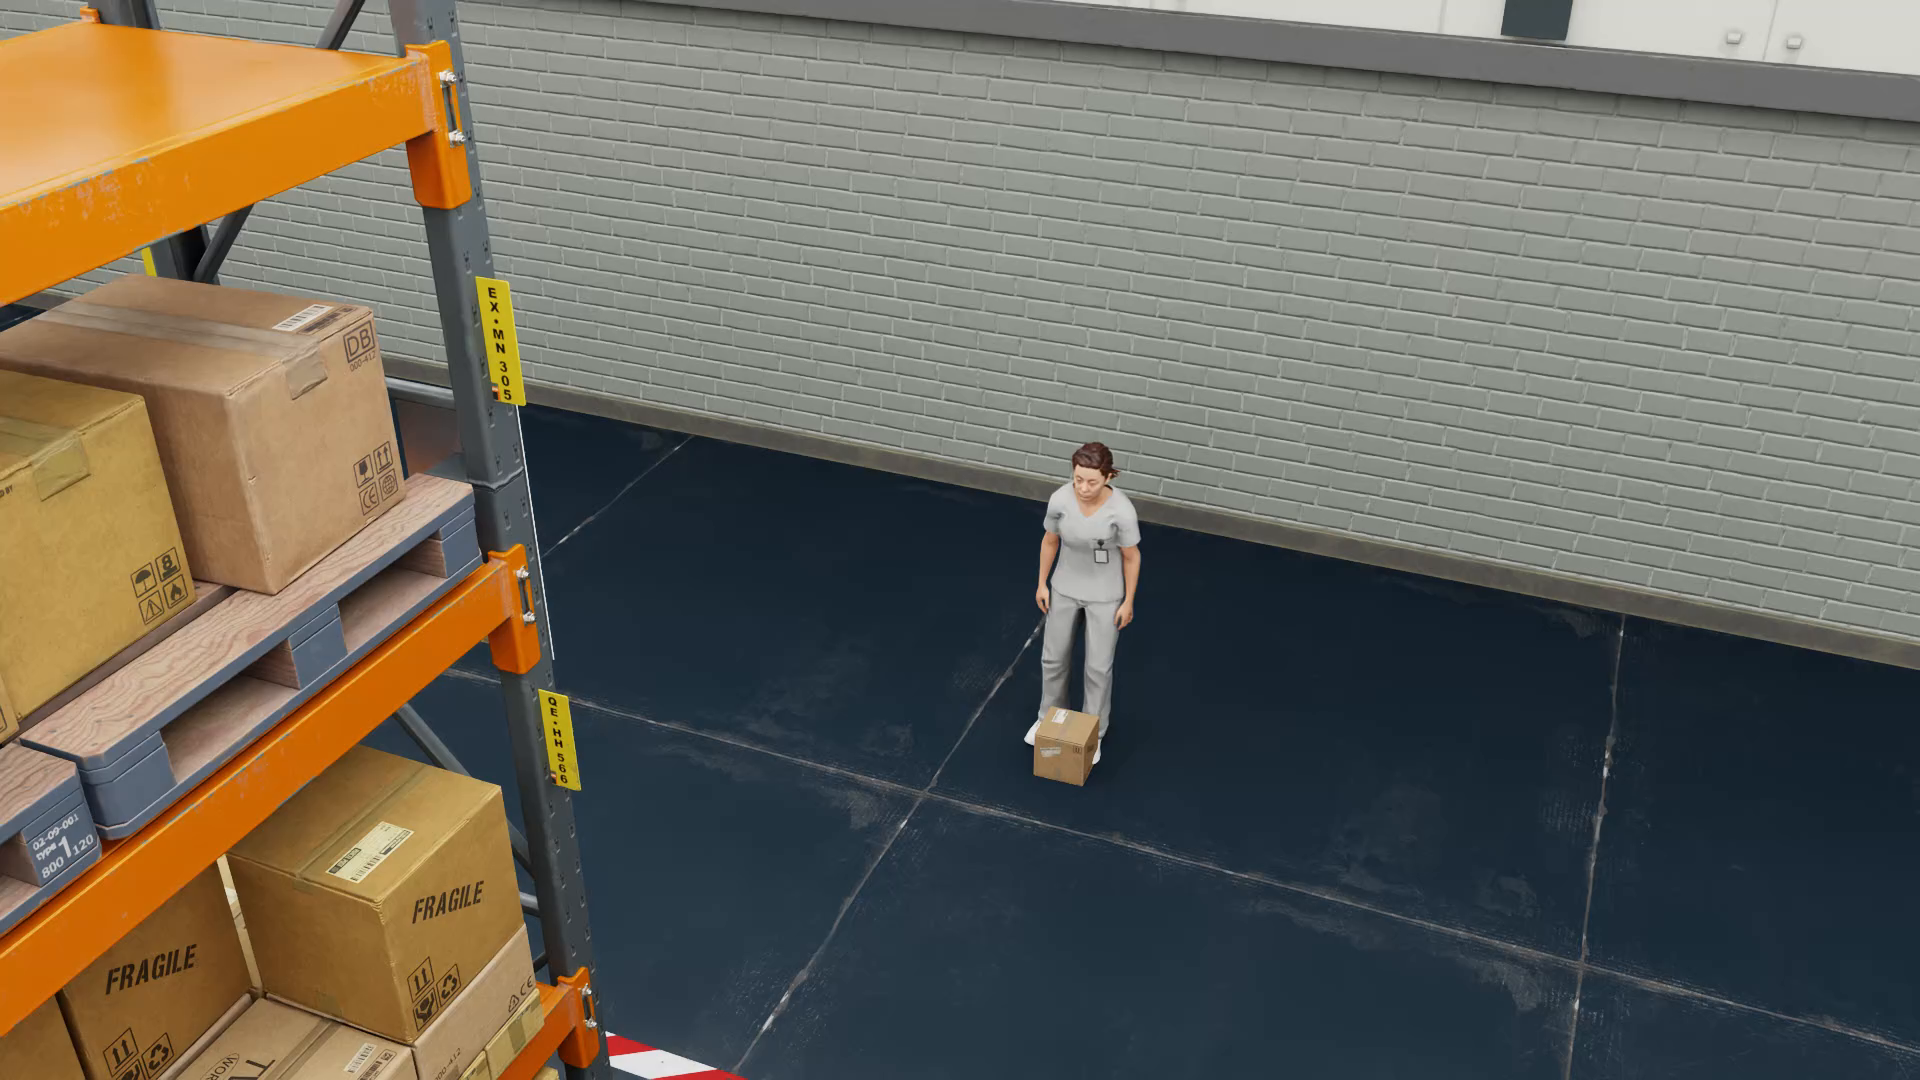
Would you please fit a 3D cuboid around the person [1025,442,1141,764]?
[{"bbox_3d":[0.591,0.279,7.905,0.492,1.673,0.404,11,32,19],"label":"person"}]
